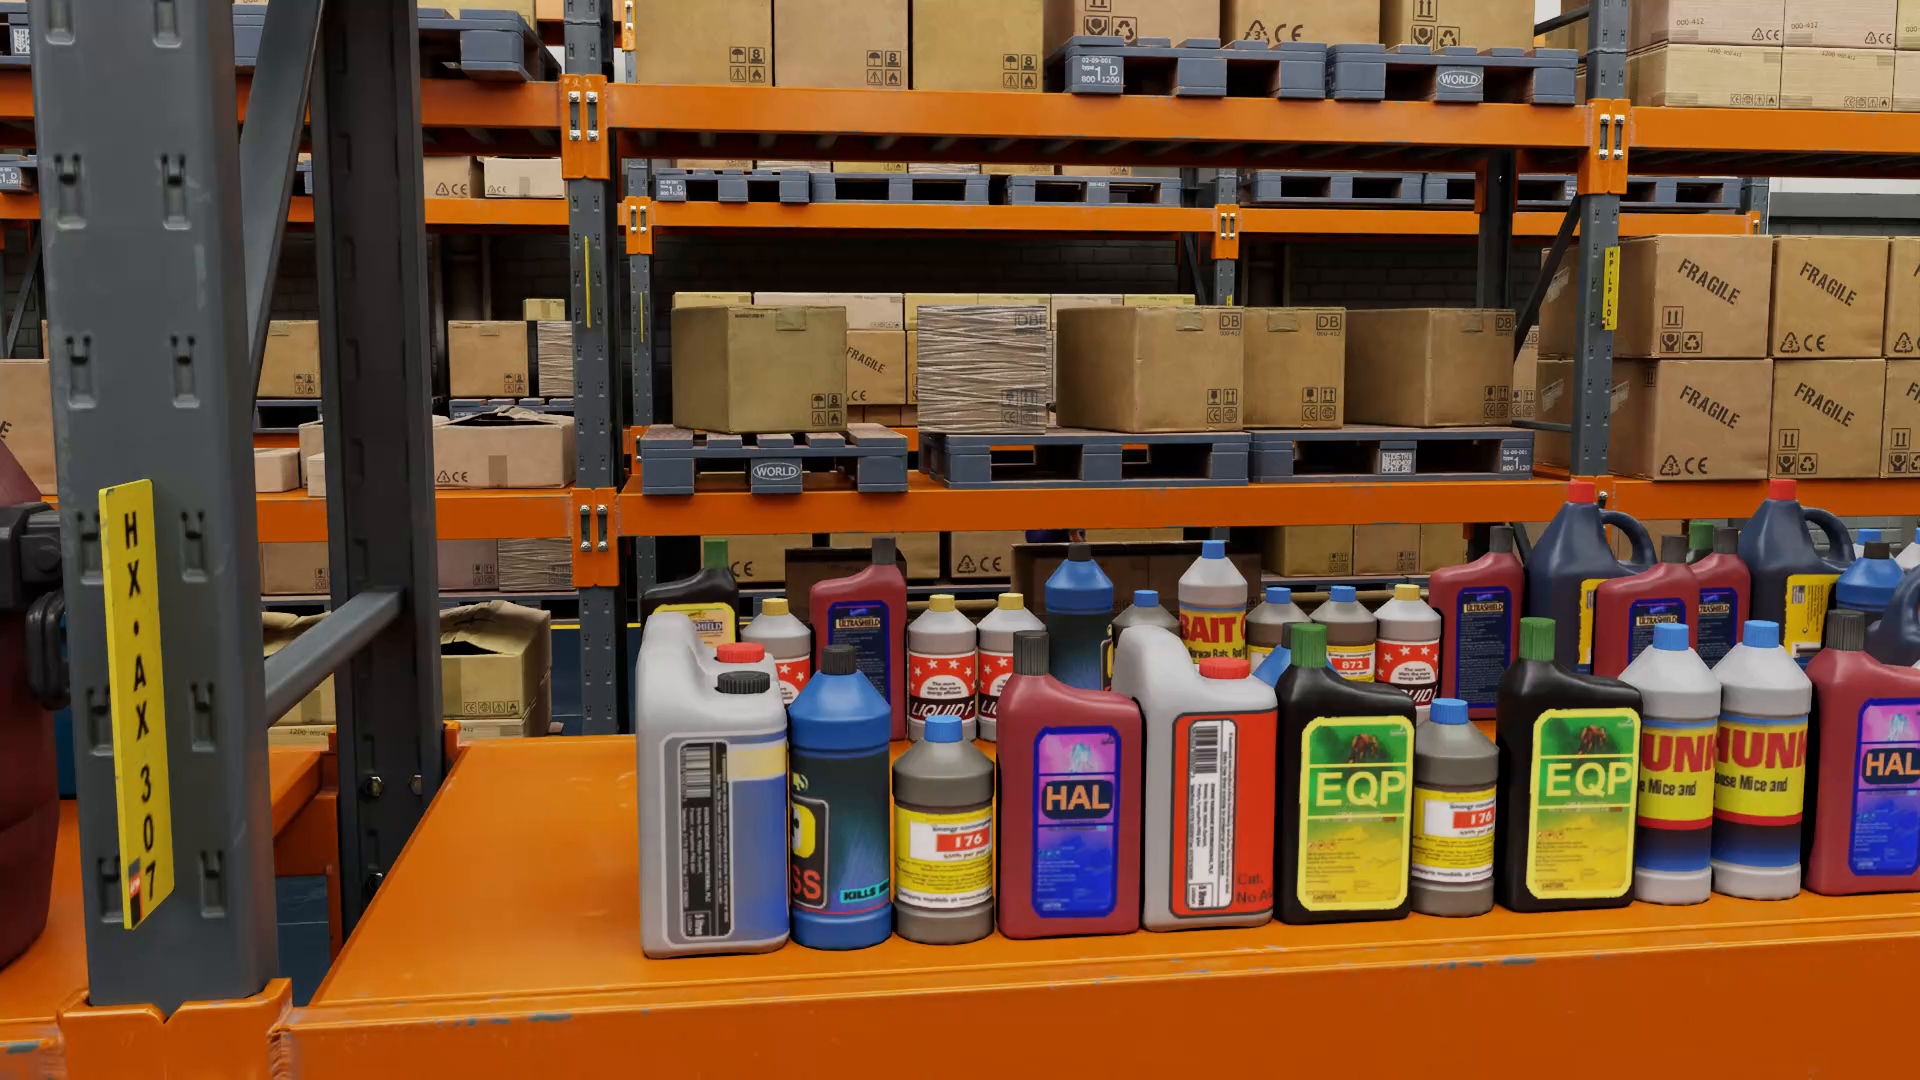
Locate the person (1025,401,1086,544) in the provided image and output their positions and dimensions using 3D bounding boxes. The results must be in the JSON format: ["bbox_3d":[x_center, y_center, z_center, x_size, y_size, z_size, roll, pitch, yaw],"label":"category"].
[{"bbox_3d":[0.584,-0.035,9.182,0.418,1.651,0.537,-1,7,-9],"label":"person"}]
